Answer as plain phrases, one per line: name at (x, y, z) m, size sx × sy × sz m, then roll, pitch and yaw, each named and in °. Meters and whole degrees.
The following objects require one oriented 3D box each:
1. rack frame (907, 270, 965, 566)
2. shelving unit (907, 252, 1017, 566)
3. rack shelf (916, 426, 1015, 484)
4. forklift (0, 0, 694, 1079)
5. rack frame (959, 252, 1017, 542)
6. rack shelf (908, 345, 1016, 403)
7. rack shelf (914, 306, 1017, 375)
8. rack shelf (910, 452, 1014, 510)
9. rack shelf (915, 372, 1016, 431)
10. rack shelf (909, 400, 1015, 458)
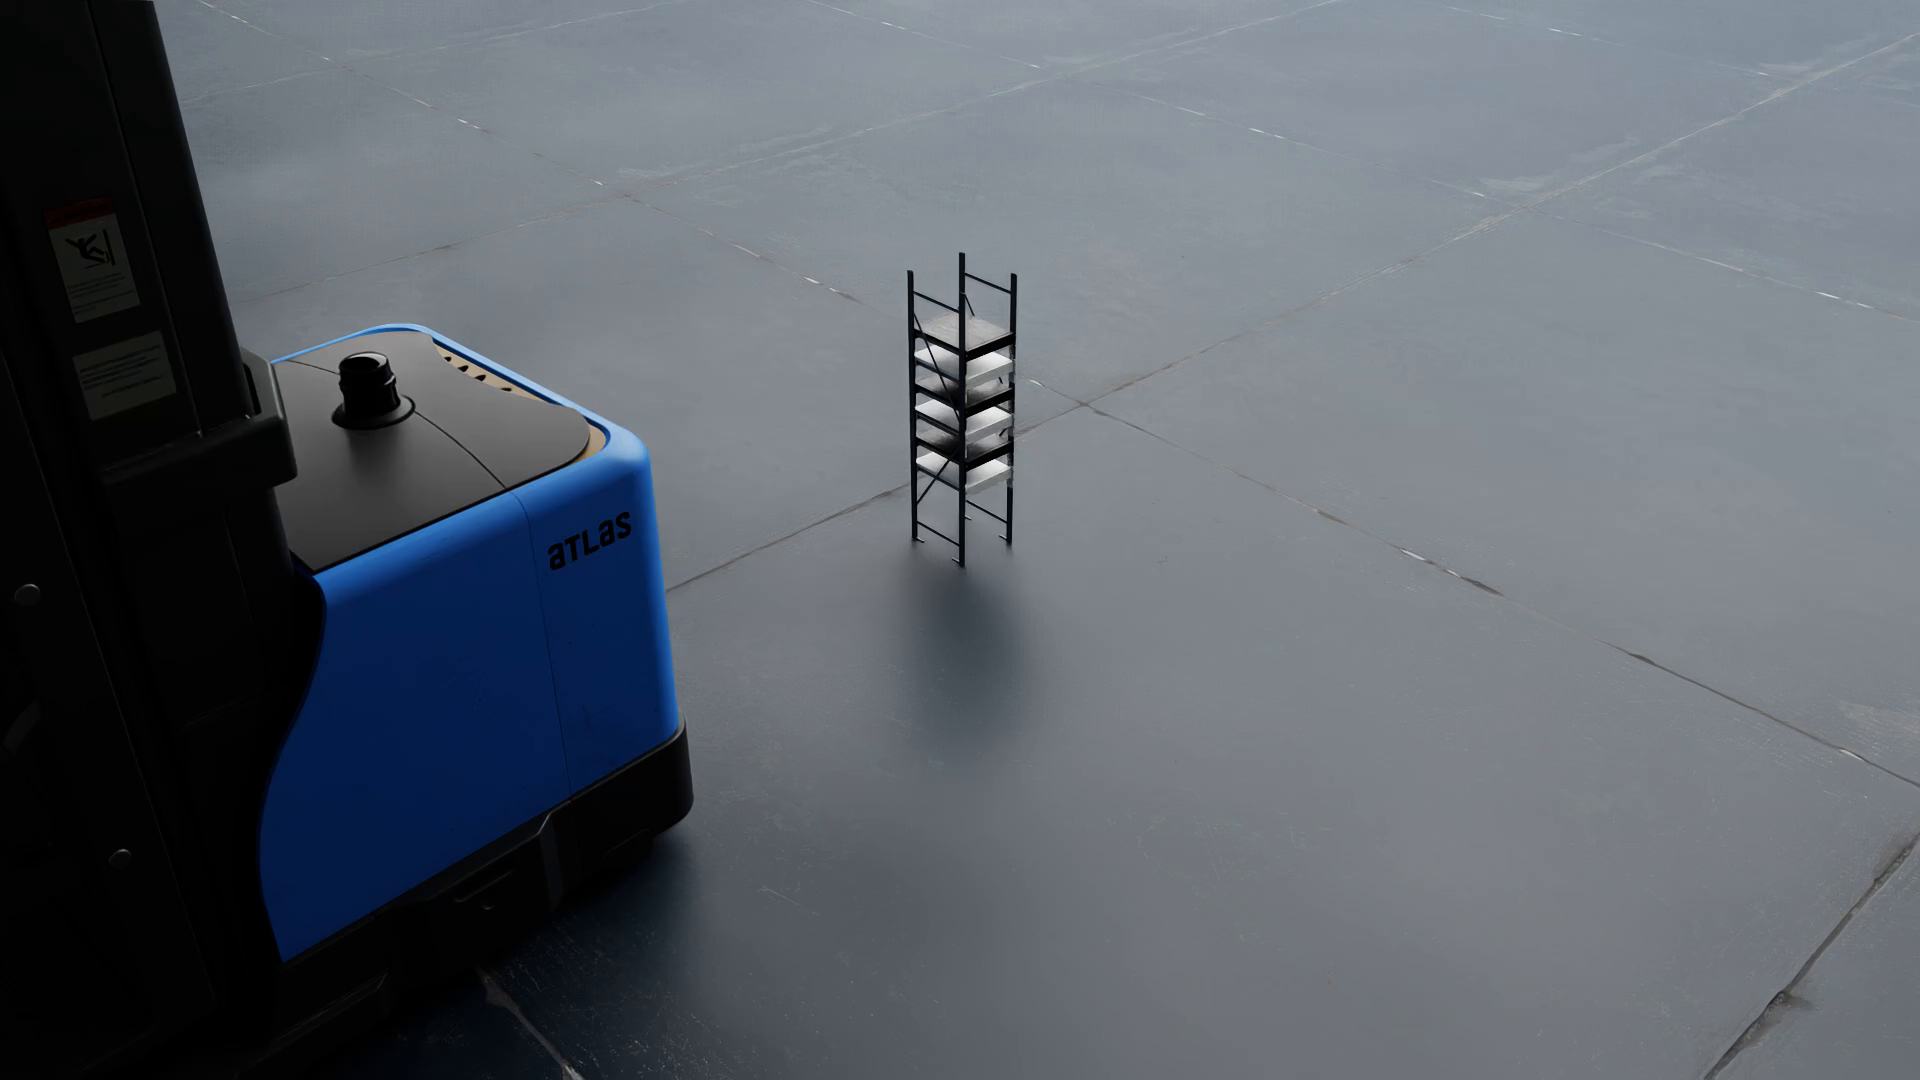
rack frame at (-0.069, -0.351, 4.961) m, size 0.006 × 0.900 × 0.240 m, roll -26°, pitch 40°, yaw -35°
shelving unit at (0.006, -0.387, 5.020) m, size 0.210 × 0.900 × 0.258 m, roll -26°, pitch 40°, yaw -35°
rack shelf at (0.006, -0.282, 5.084) m, size 0.200 × 0.077 × 0.258 m, roll -26°, pitch 40°, yaw -35°
forklift at (-2.021, -0.155, 2.695) m, size 1.130 × 2.935 × 3.031 m, roll 26°, pitch 40°, yaw 35°
rack frame at (0.081, -0.423, 5.079) m, size 0.006 × 0.900 × 0.240 m, roll -26°, pitch 40°, yaw -35°
rack shelf at (0.006, -0.512, 4.943) m, size 0.200 × 0.077 × 0.258 m, roll -26°, pitch 40°, yaw -35°
rack shelf at (0.006, -0.589, 4.896) m, size 0.200 × 0.077 × 0.258 m, roll -26°, pitch 40°, yaw -35°
rack shelf at (0.006, -0.205, 5.131) m, size 0.200 × 0.077 × 0.258 m, roll -26°, pitch 40°, yaw -35°
rack shelf at (0.006, -0.435, 4.990) m, size 0.200 × 0.077 × 0.258 m, roll -26°, pitch 40°, yaw -35°
rack shelf at (0.006, -0.358, 5.037) m, size 0.200 × 0.077 × 0.258 m, roll -26°, pitch 40°, yaw -35°
